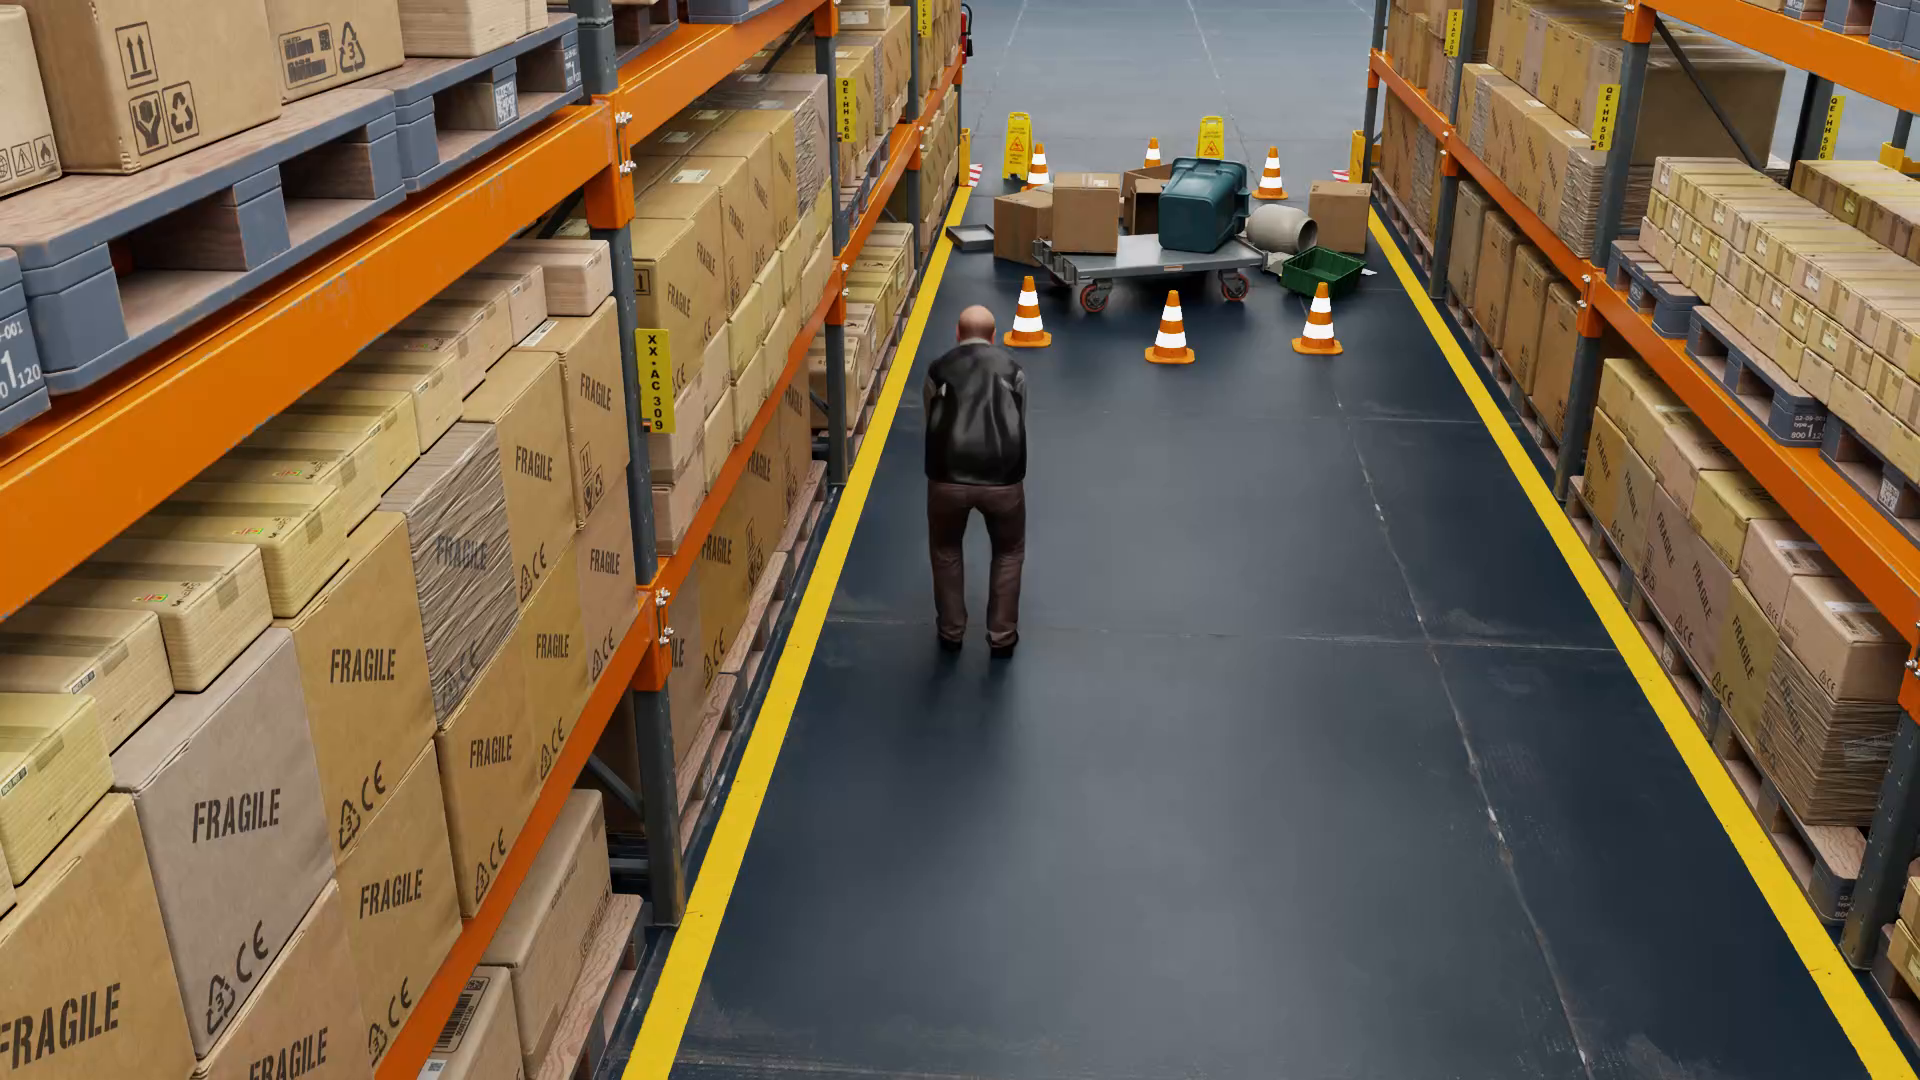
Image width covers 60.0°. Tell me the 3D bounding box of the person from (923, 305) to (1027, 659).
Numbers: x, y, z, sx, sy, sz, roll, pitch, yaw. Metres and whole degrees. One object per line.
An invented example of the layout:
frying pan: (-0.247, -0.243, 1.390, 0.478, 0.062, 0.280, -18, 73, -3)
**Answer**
person: (0.065, -0.254, 7.493, 0.472, 1.481, 0.796, 1, 24, 3)
